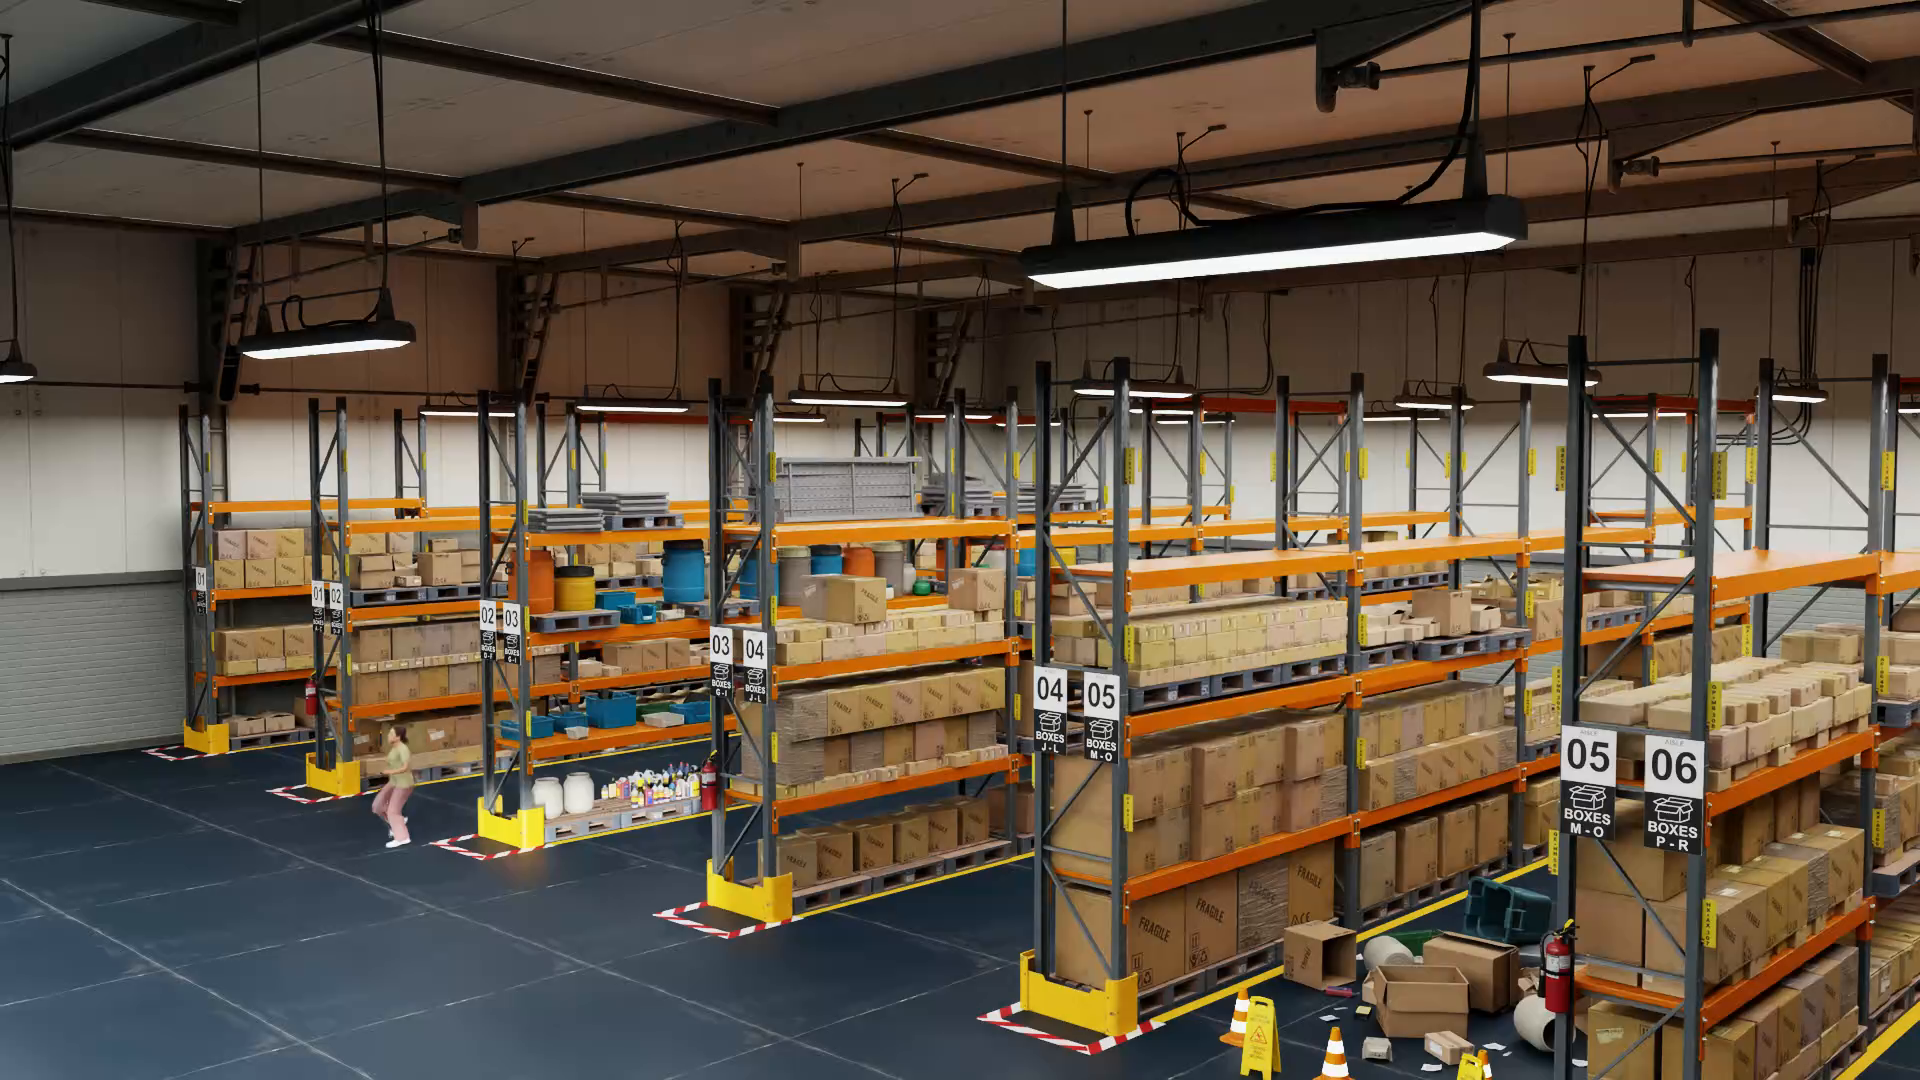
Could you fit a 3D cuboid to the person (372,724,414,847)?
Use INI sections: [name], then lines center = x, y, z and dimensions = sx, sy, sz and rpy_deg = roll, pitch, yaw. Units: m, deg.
[person]
center = -7.378, 3.220, 21.767
dimensions = 0.681, 1.627, 0.543
rpy_deg = 3, 4, 42
